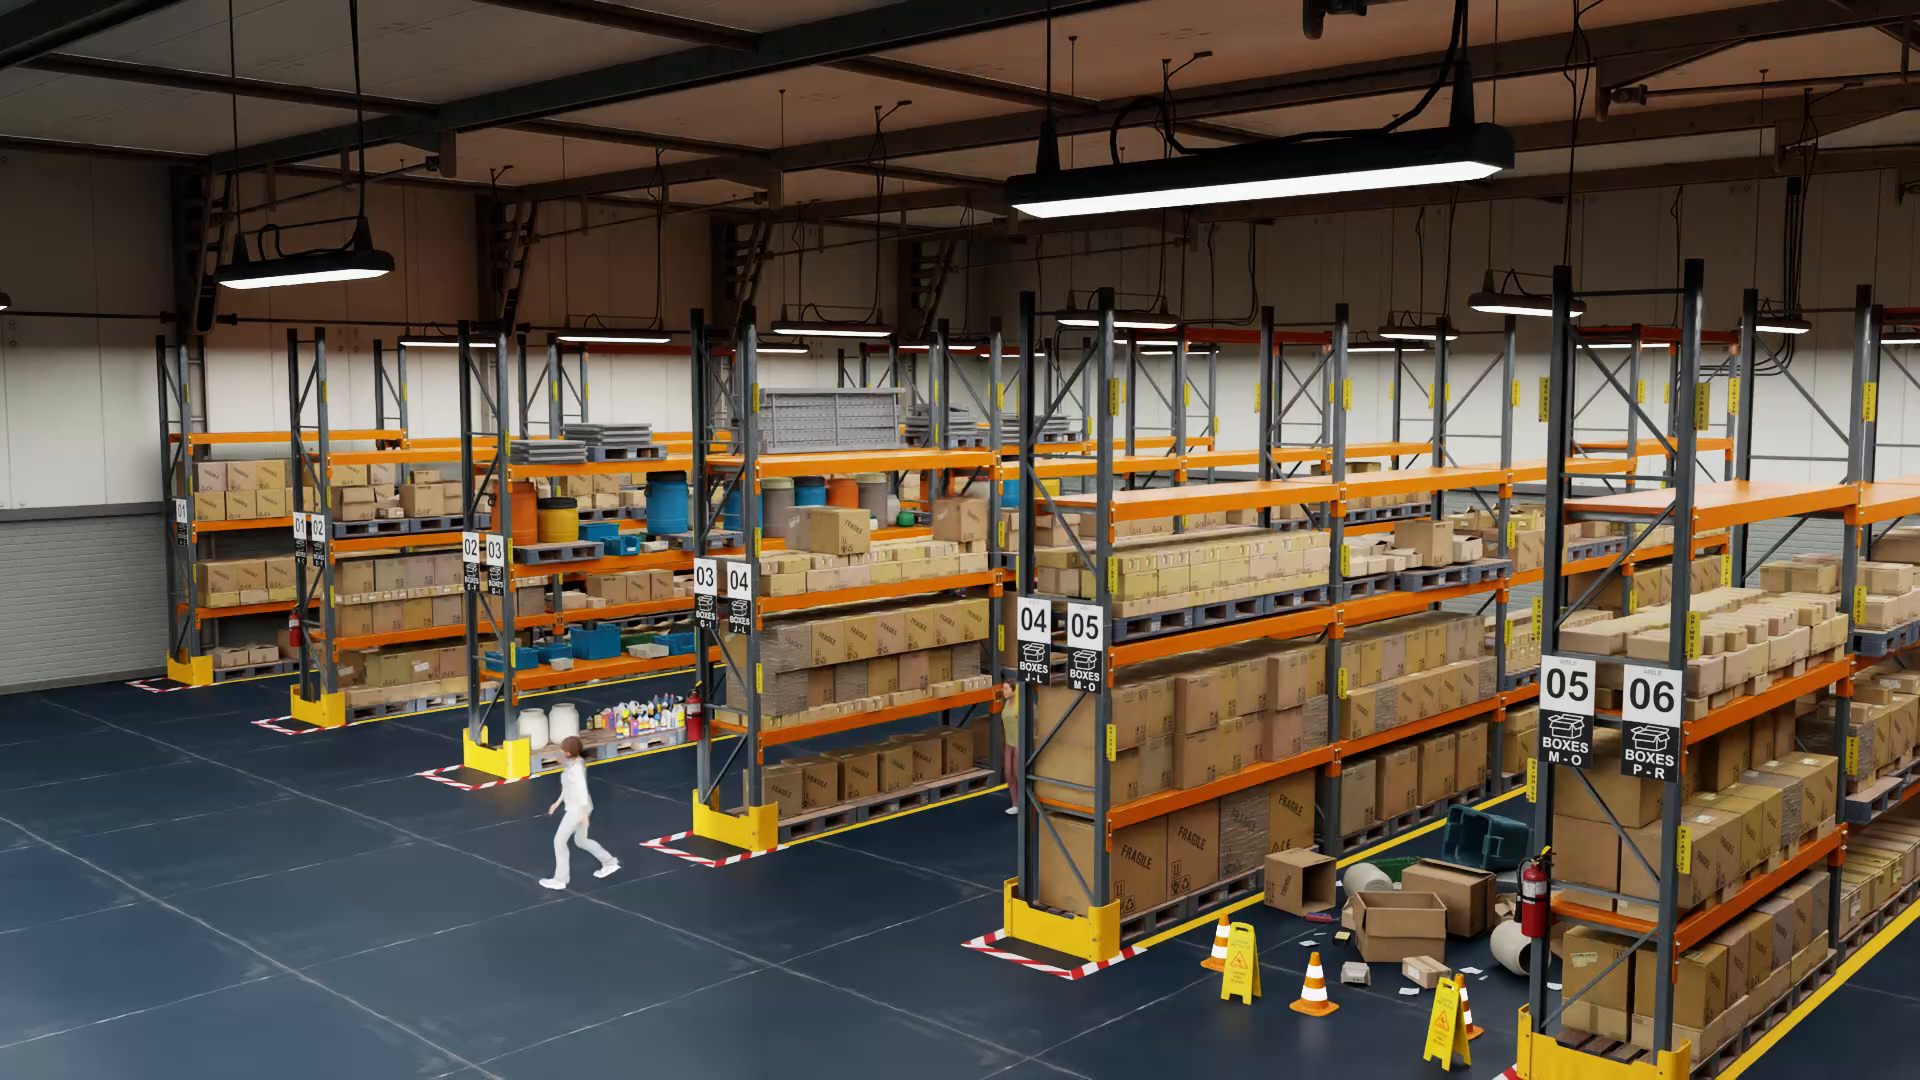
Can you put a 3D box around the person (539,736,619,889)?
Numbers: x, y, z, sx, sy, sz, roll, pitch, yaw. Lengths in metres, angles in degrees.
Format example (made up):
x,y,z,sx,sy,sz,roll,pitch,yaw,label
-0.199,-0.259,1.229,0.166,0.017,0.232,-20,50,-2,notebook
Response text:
x,y,z,sx,sy,sz,roll,pitch,yaw,label
-3.935,2.789,17.152,0.766,1.552,0.445,0,5,-4,person

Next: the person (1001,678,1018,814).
x,y,z,sx,sy,sz,roll,pitch,yaw,label
0.790,2.466,20.090,0.608,1.652,0.510,-4,6,-33,person
